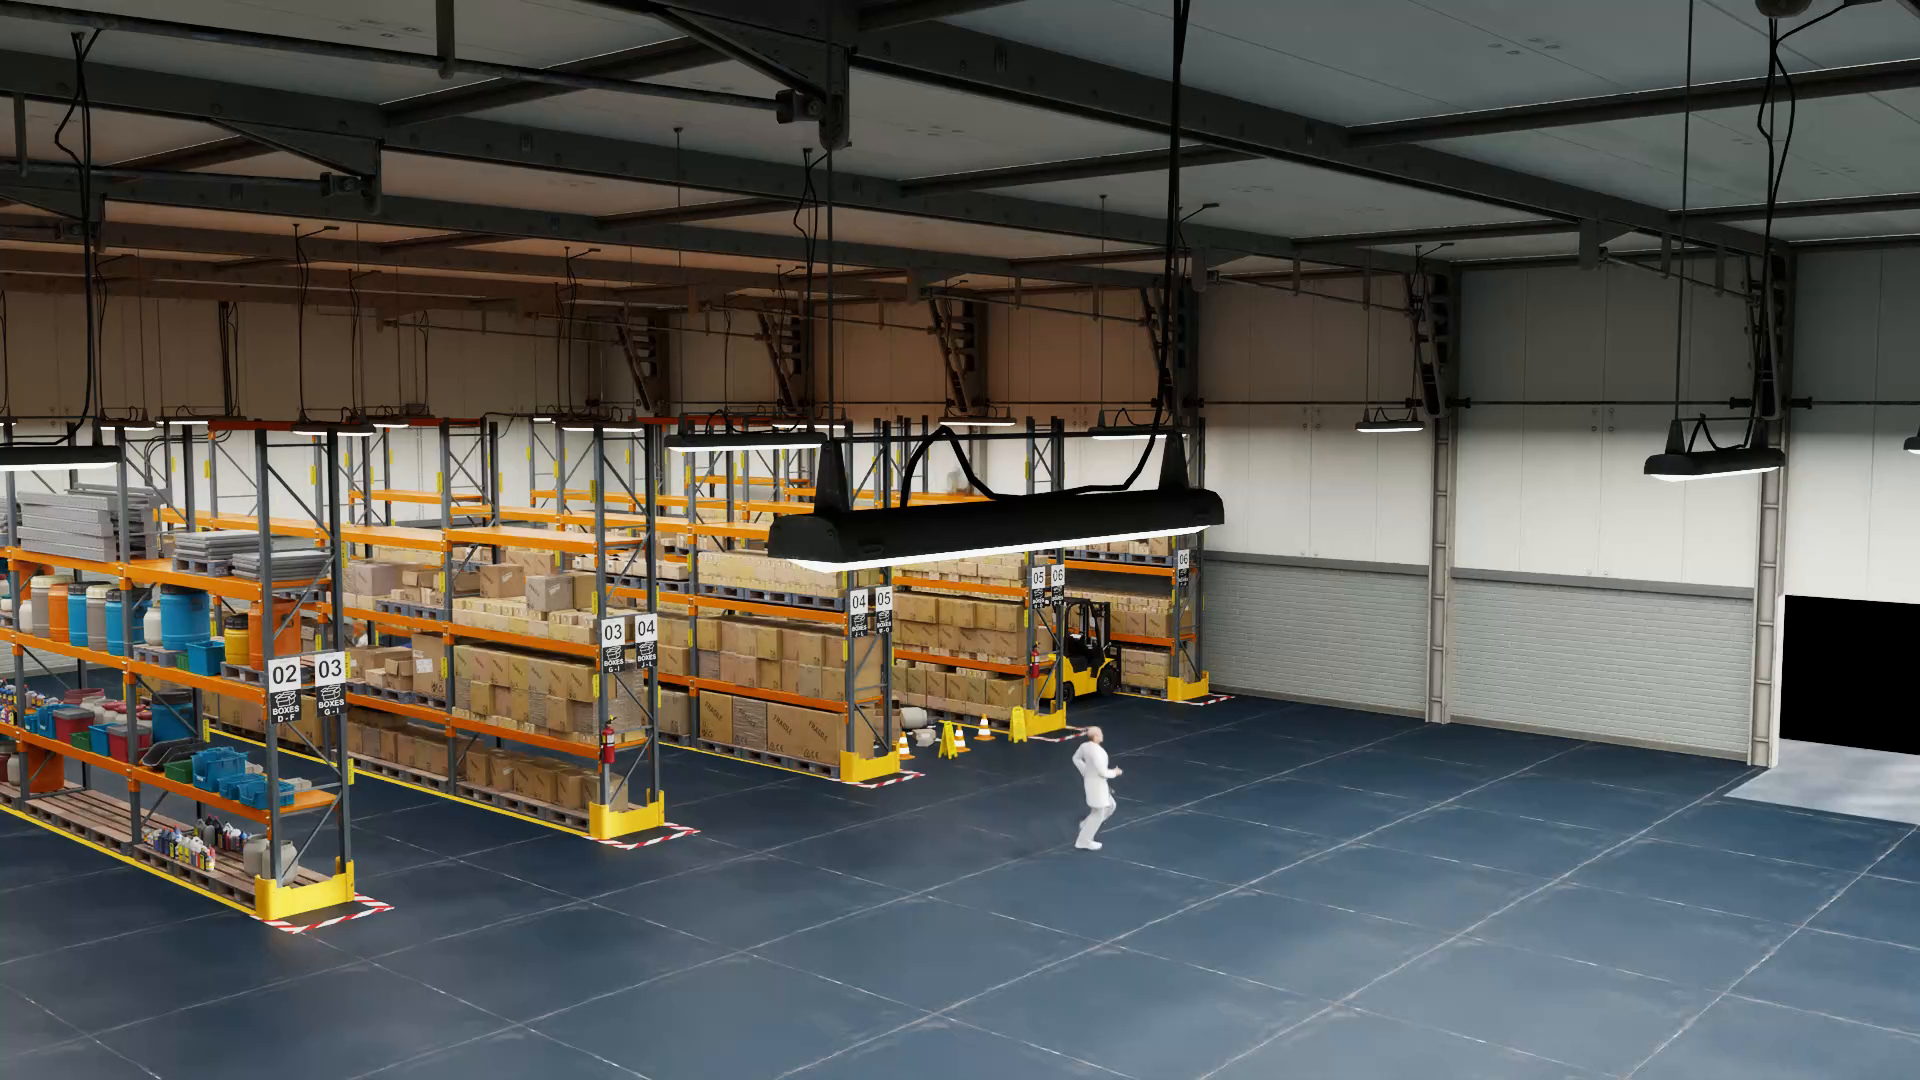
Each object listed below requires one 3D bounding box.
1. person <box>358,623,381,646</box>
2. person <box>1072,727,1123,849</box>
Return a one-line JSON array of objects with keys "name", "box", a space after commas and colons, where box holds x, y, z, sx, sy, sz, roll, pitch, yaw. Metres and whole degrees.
[{"name": "person", "box": [-12.521, 2.564, 35.284, 0.588, 1.710, 0.908, -5, 7, -45]}, {"name": "person", "box": [1.962, 3.496, 23.527, 0.681, 1.743, 0.689, -1, 5, -9]}]
